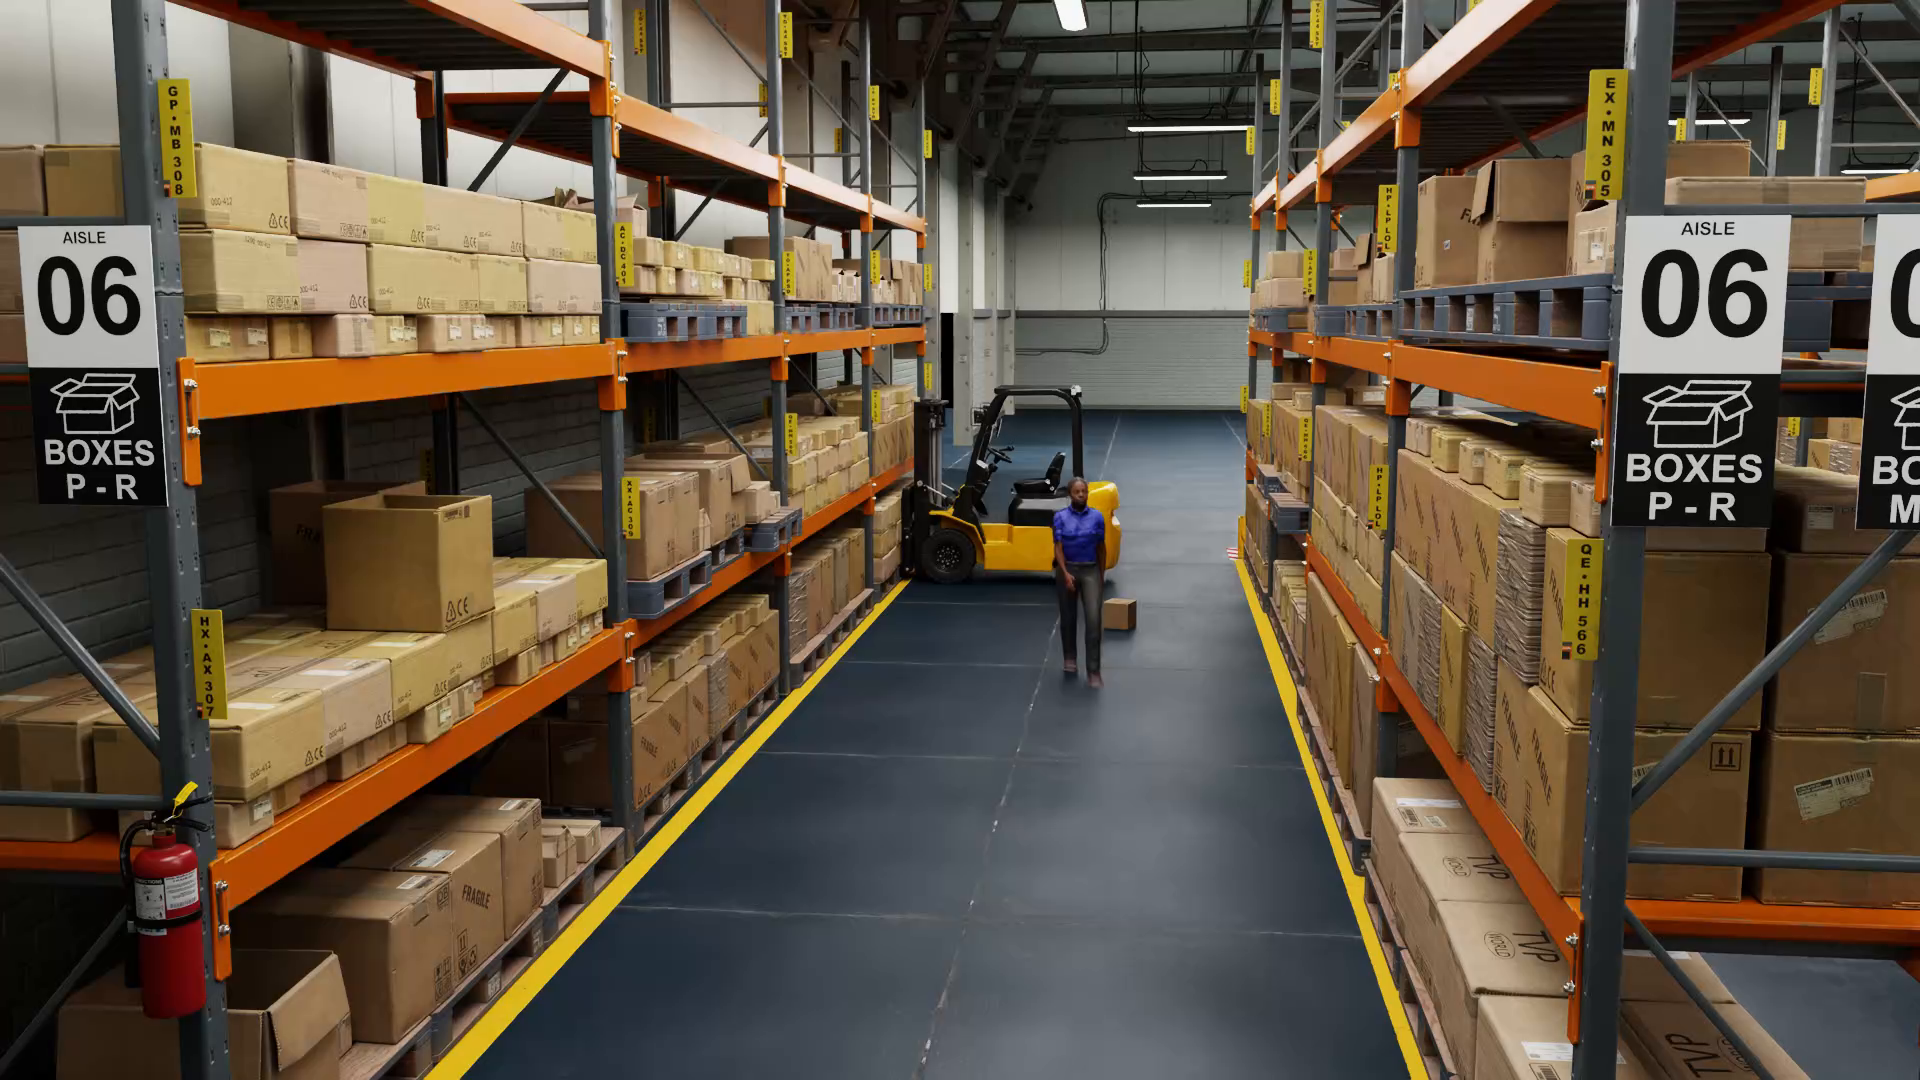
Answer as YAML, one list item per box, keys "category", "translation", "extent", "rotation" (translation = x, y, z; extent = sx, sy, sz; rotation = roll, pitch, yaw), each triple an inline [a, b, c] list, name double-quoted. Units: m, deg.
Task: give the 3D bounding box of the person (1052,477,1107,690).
- category: "person"
  translation: [0.967, 0.337, 13.444]
  extent: [0.448, 1.692, 0.768]
  rotation: [0, 8, 1]
